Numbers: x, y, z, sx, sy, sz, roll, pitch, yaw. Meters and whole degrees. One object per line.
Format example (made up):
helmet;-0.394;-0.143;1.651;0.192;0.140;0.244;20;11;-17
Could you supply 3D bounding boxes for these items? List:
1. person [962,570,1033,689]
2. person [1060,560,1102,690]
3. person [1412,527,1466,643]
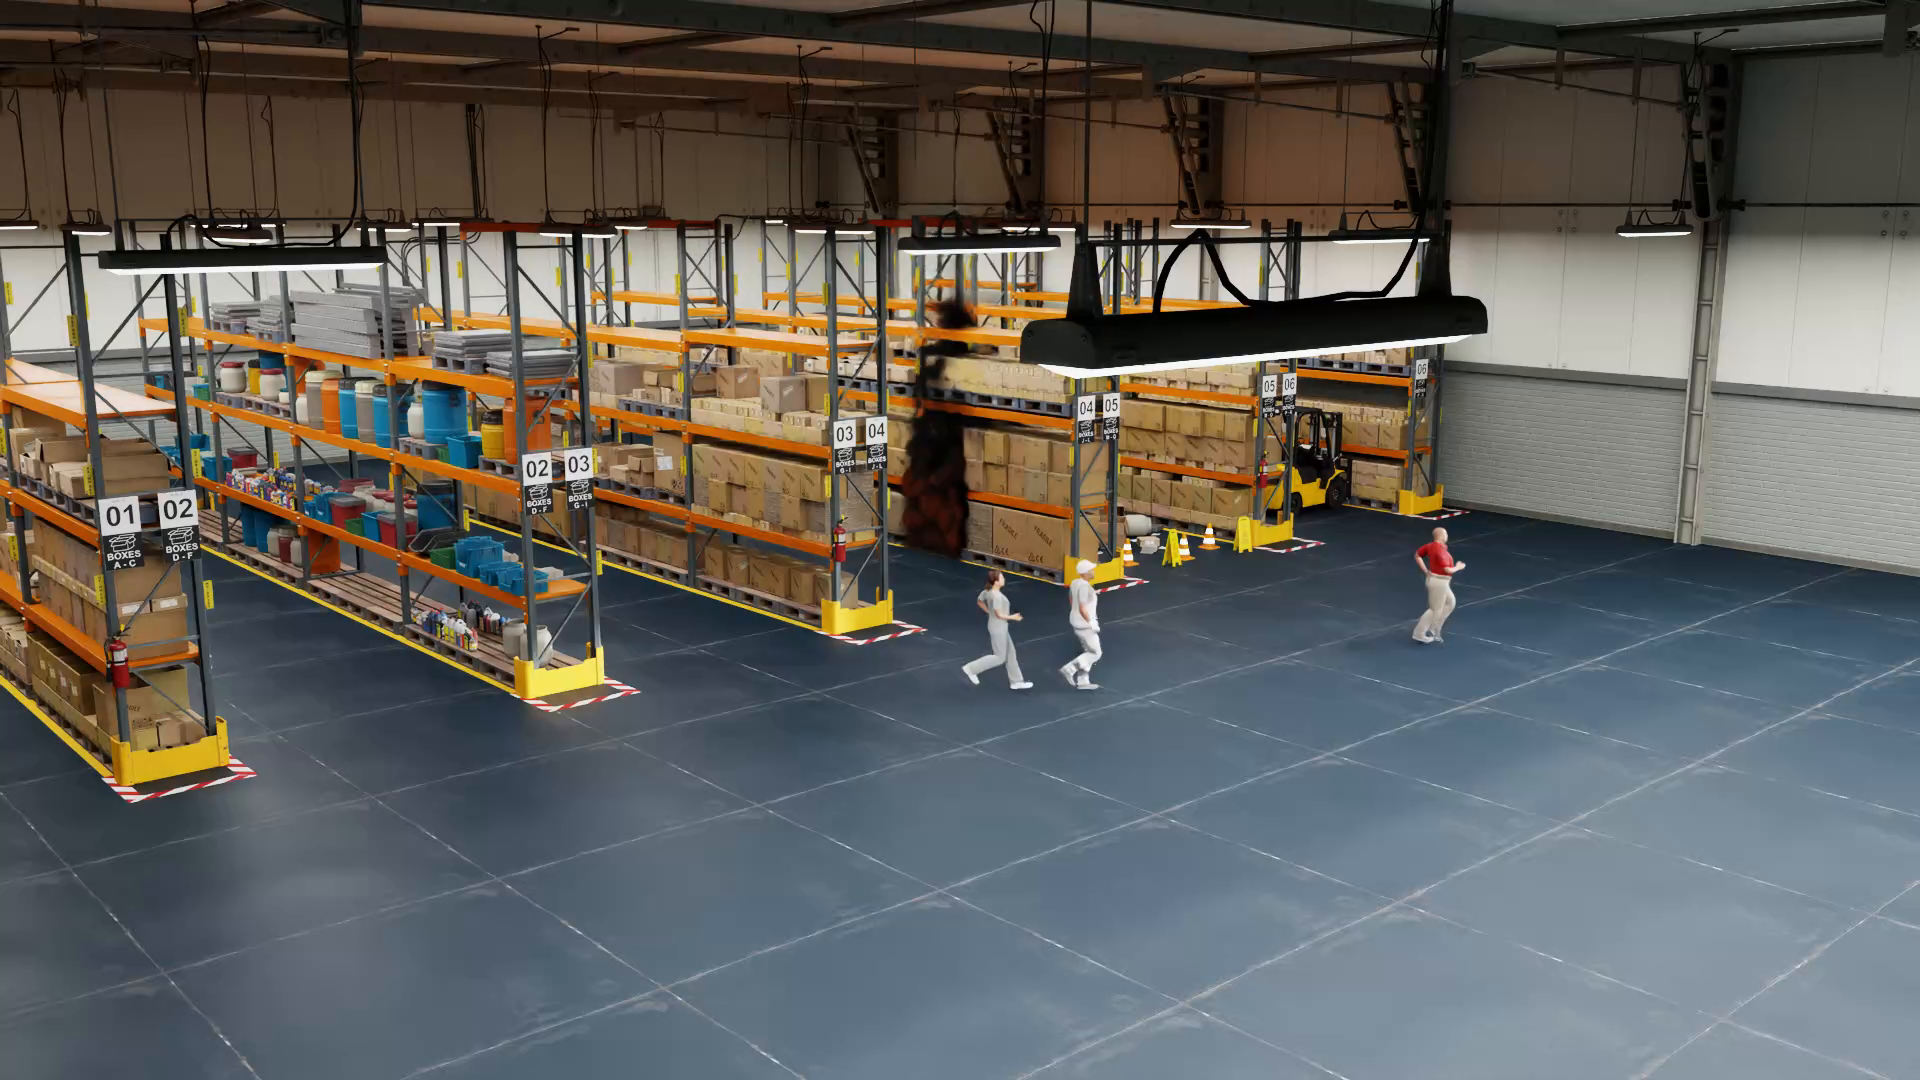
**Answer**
person;0.492;1.181;21.837;0.970;1.633;0.584;-2;12;-12
person;1.584;1.122;21.912;0.593;1.756;0.678;-3;12;-13
person;6.972;0.681;24.211;0.736;1.770;0.637;0;11;0
